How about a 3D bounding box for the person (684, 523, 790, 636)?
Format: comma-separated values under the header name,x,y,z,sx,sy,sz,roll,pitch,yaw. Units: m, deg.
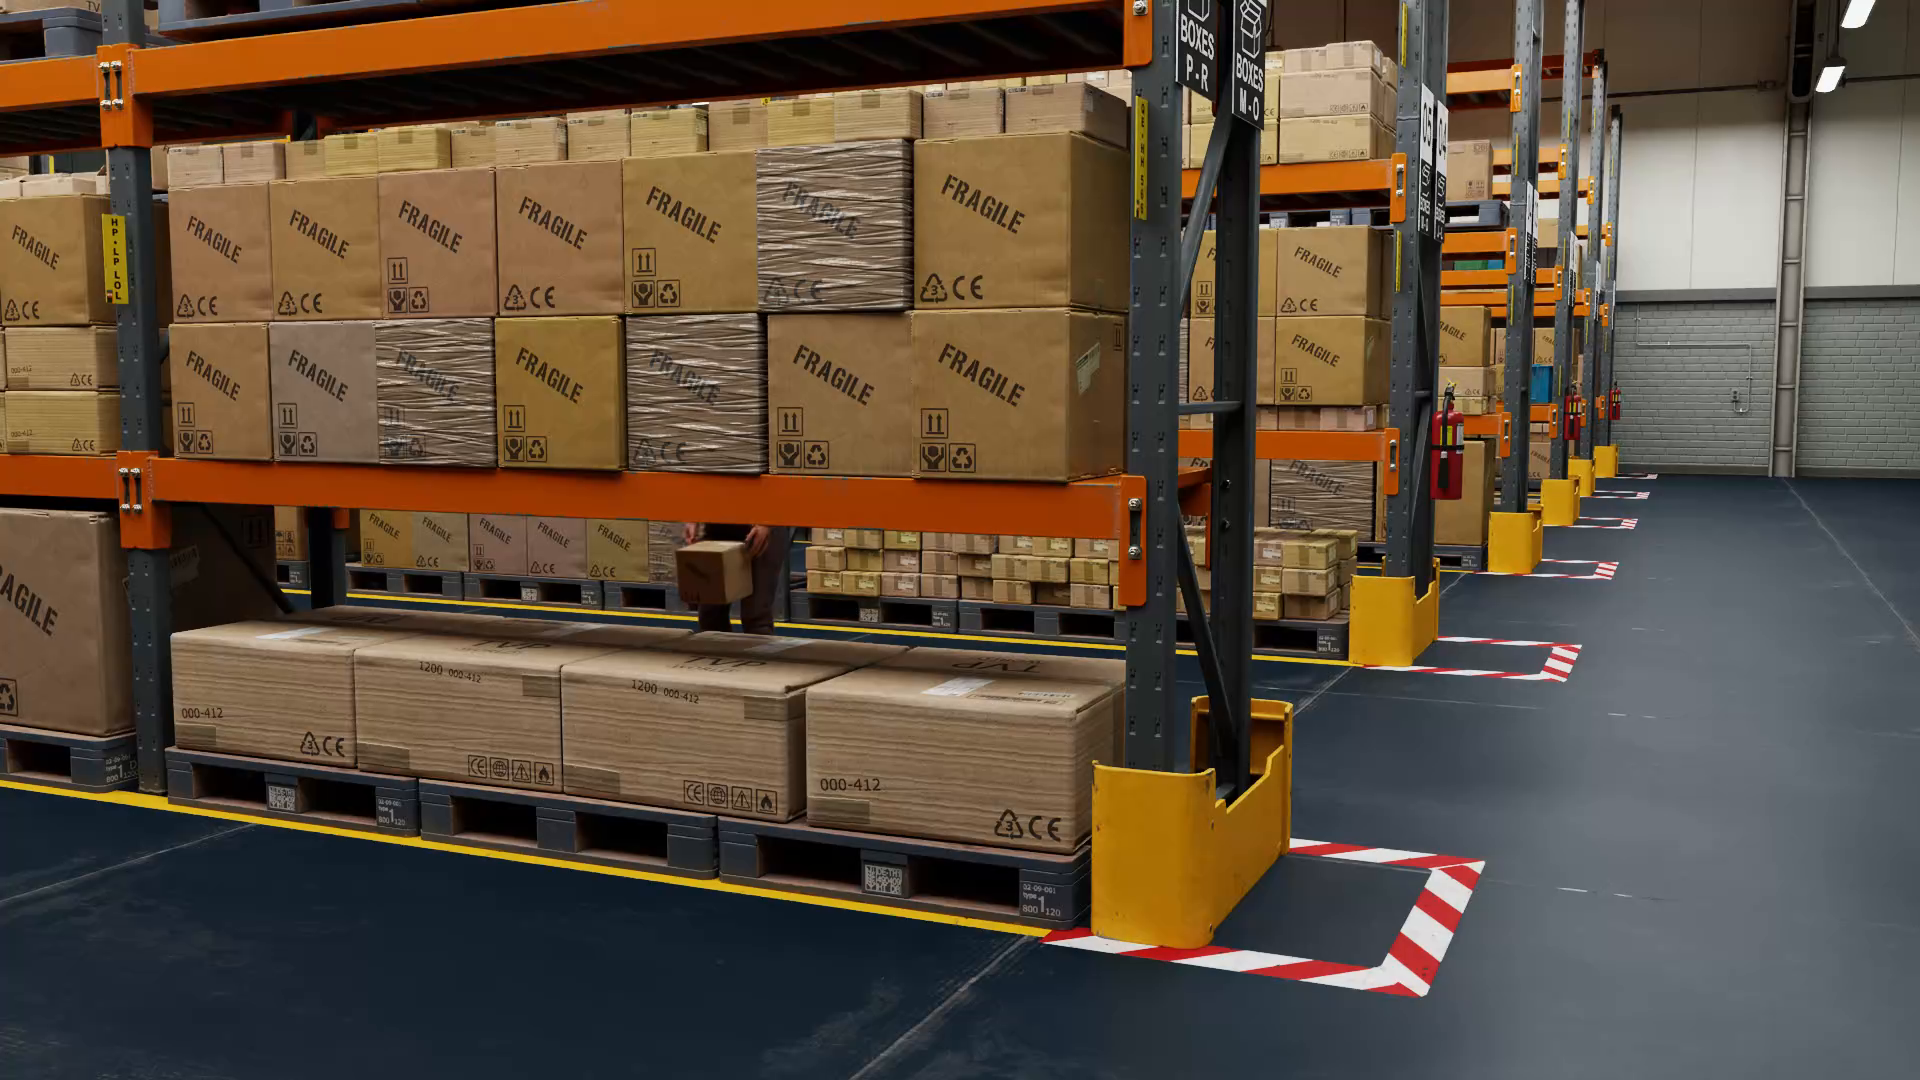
name,x,y,z,sx,sy,sz,roll,pitch,yaw
person,-1.041,-0.029,7.919,0.551,1.727,0.470,2,6,22
